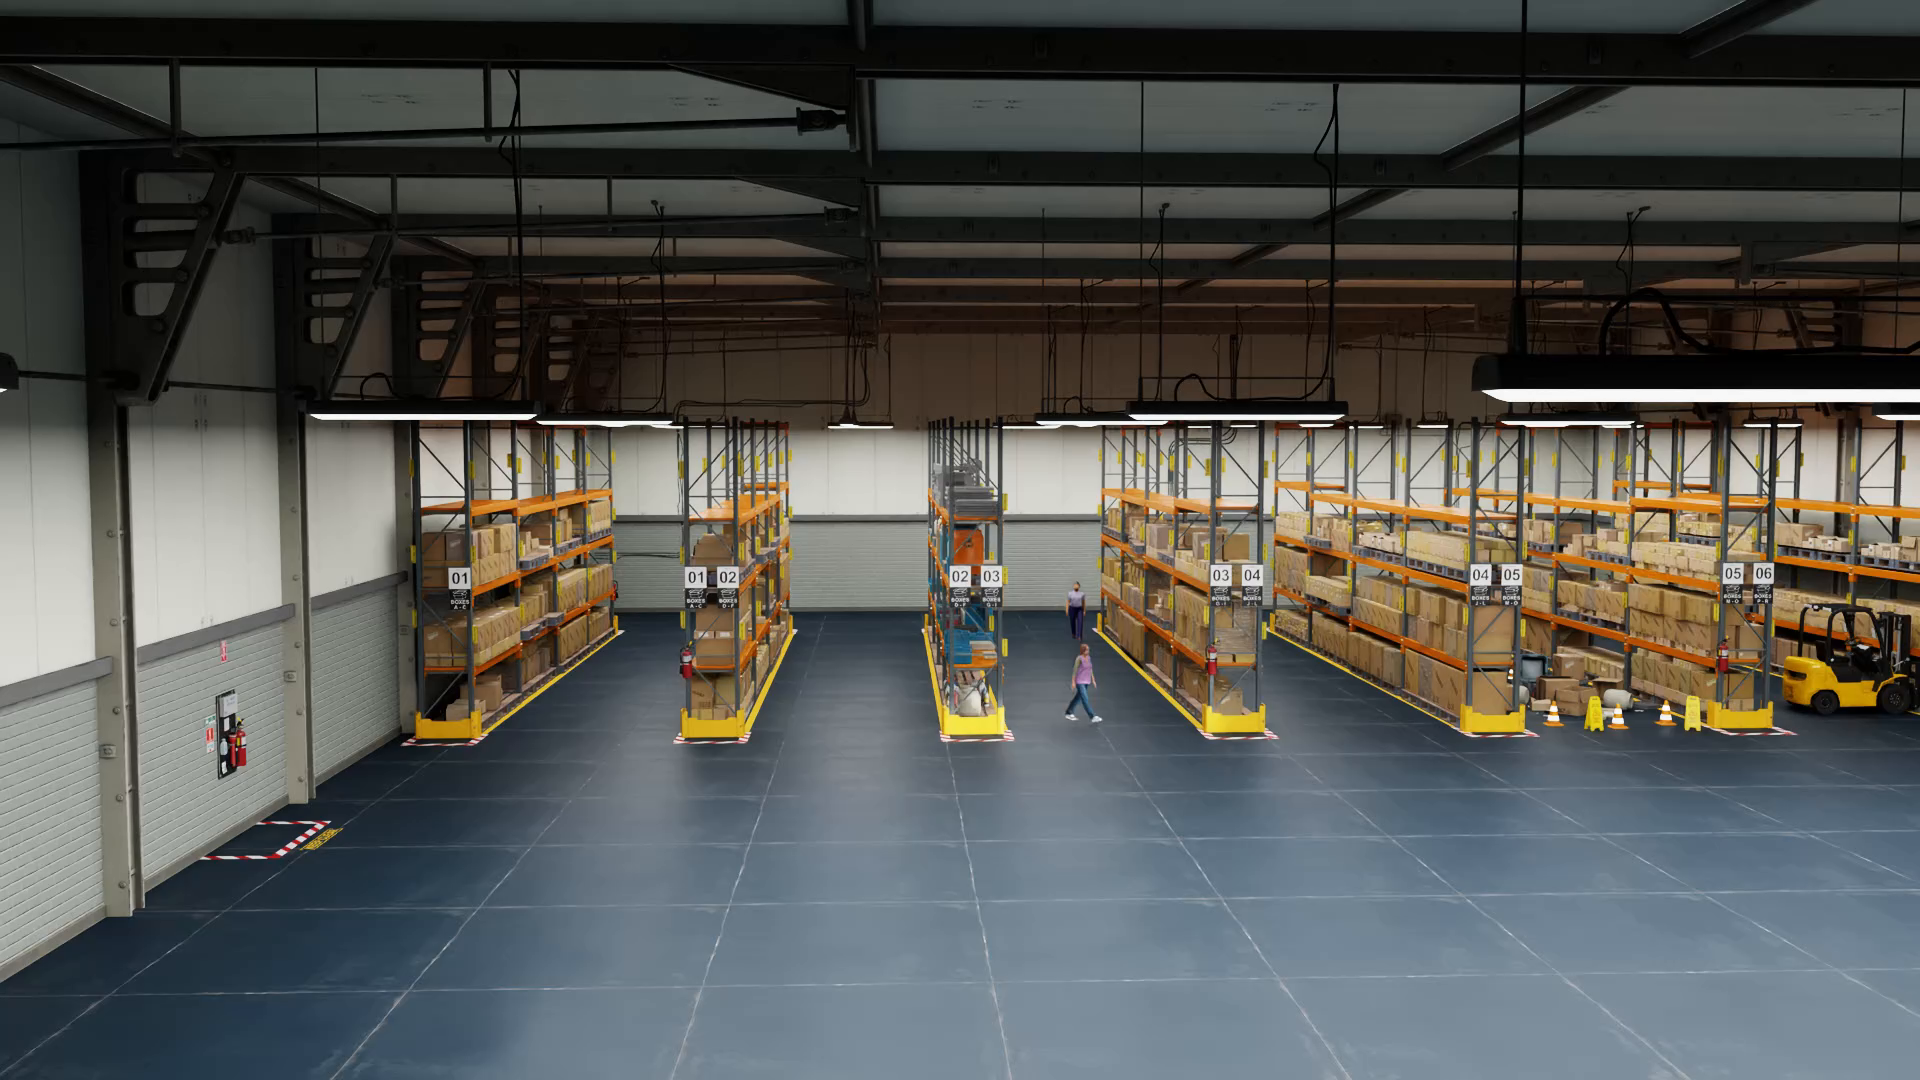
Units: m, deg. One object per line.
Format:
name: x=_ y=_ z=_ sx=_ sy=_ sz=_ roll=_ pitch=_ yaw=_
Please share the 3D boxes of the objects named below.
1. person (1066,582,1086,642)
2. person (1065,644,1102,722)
person: x=3.163 y=1.943 z=45.445 sx=0.542 sy=1.589 sz=1.001 roll=0 pitch=4 yaw=3
person: x=2.451 y=2.801 z=32.590 sx=0.989 sy=1.540 sz=0.458 roll=3 pitch=5 yaw=35
